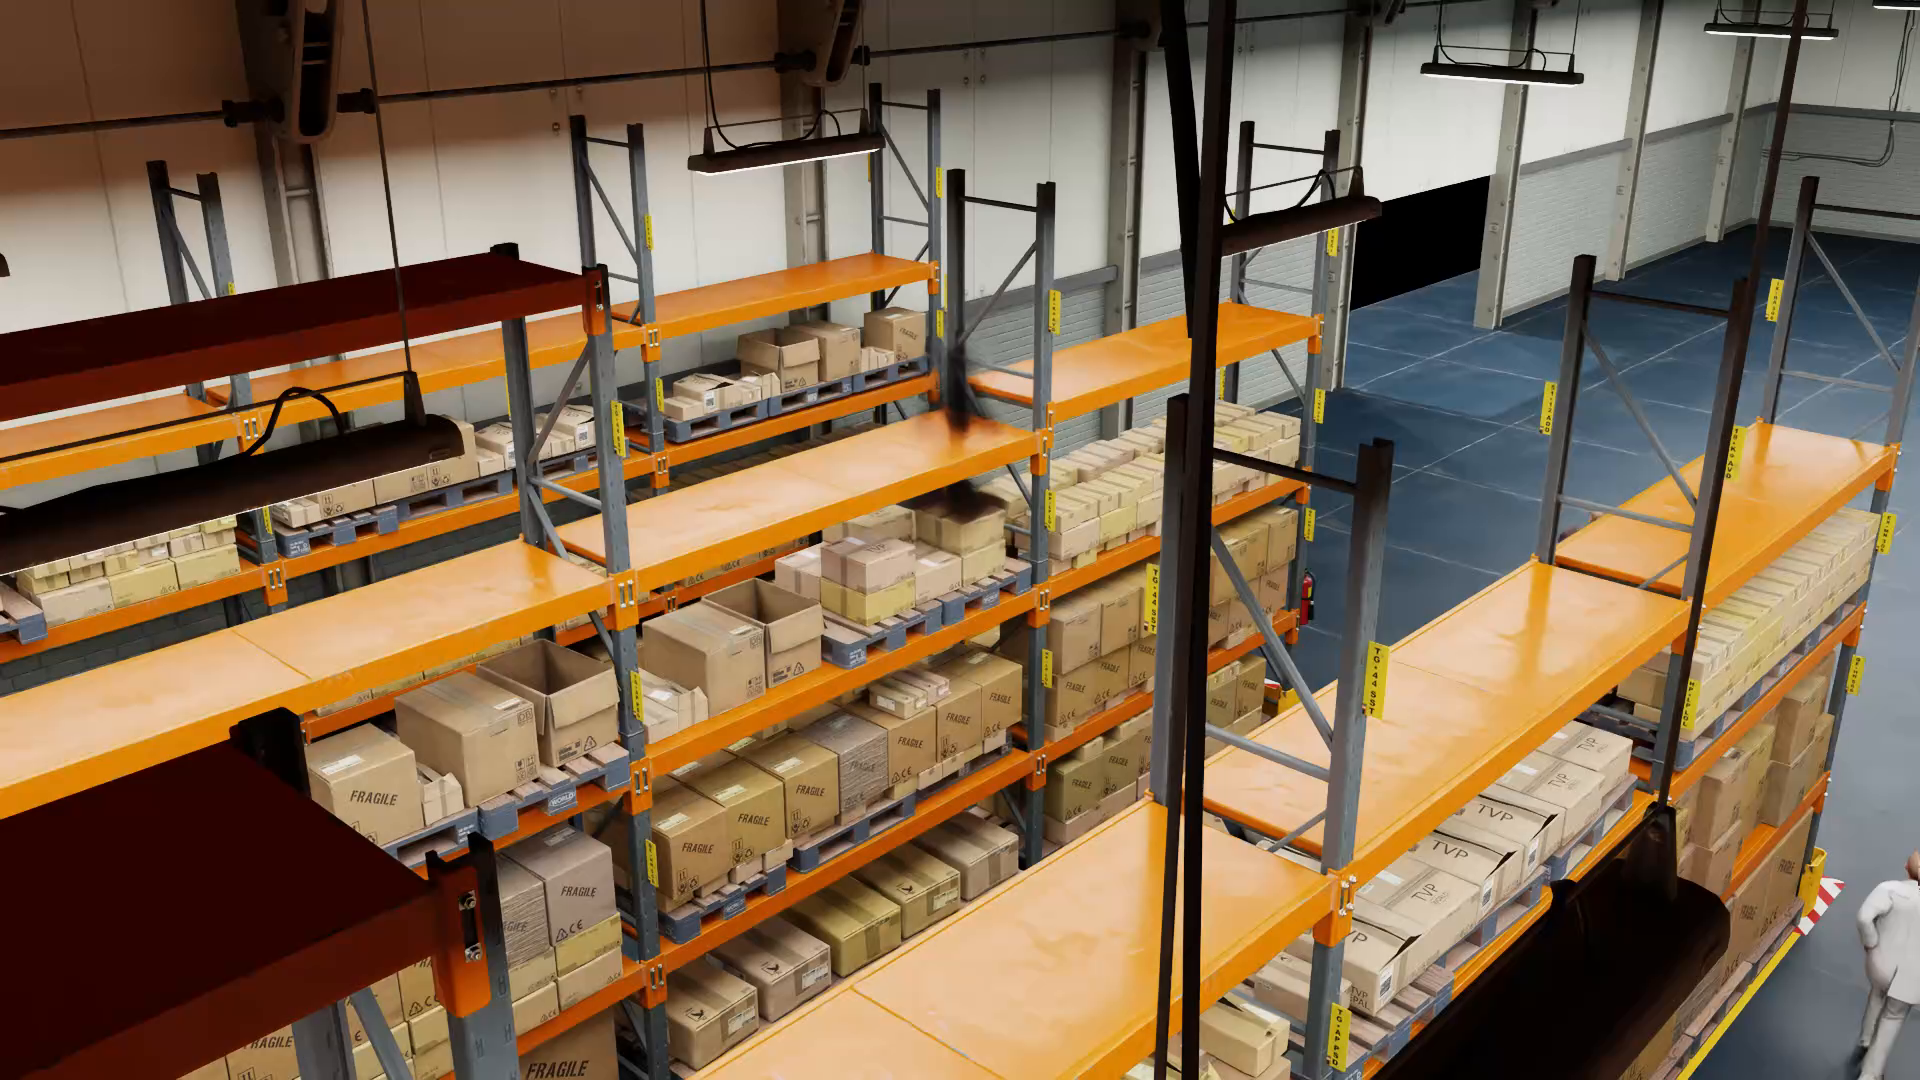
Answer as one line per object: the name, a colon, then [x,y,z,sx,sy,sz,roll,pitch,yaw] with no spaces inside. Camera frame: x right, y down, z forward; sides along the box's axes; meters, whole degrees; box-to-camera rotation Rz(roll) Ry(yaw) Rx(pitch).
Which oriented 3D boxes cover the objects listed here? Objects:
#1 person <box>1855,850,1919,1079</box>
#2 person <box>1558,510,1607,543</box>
person: [6.655,3.046,11.753,0.668,1.855,0.861,15,26,34]
person: [6.947,0.543,18.396,0.752,1.728,1.039,7,22,17]
